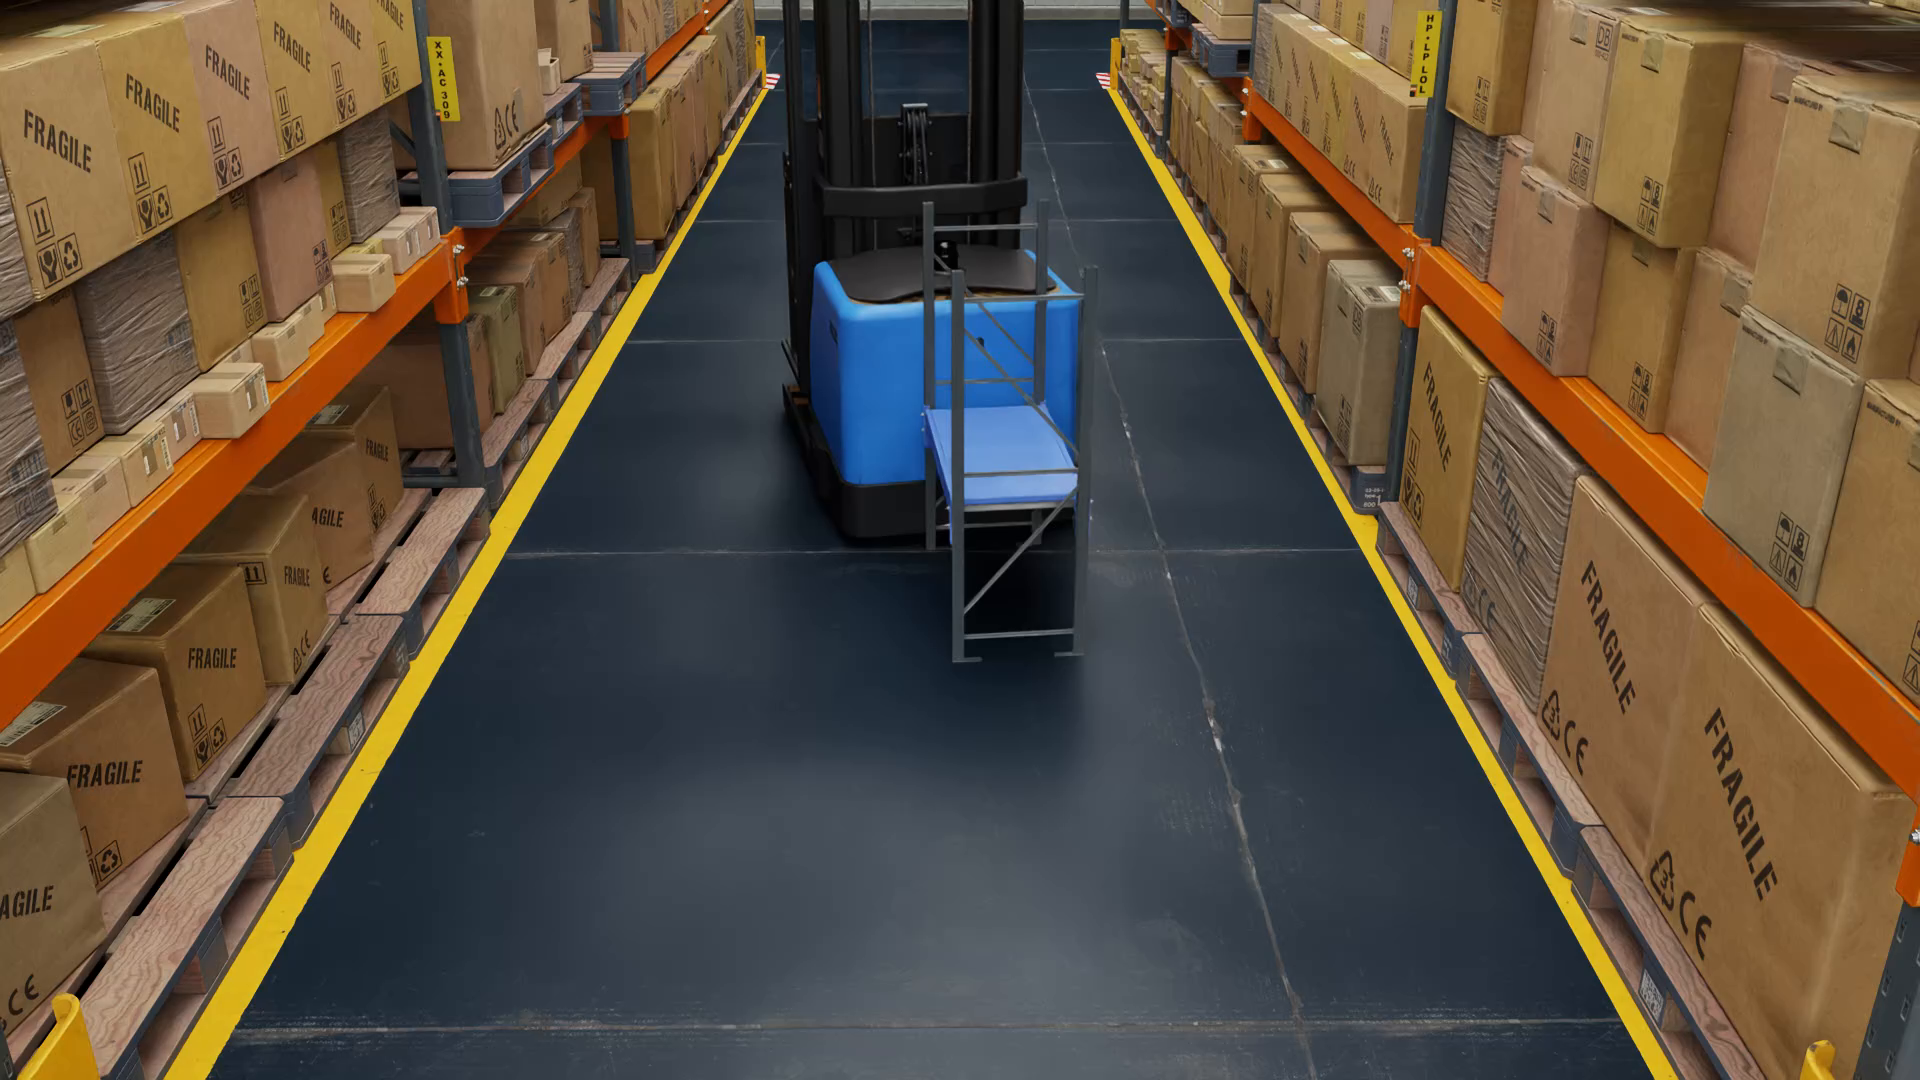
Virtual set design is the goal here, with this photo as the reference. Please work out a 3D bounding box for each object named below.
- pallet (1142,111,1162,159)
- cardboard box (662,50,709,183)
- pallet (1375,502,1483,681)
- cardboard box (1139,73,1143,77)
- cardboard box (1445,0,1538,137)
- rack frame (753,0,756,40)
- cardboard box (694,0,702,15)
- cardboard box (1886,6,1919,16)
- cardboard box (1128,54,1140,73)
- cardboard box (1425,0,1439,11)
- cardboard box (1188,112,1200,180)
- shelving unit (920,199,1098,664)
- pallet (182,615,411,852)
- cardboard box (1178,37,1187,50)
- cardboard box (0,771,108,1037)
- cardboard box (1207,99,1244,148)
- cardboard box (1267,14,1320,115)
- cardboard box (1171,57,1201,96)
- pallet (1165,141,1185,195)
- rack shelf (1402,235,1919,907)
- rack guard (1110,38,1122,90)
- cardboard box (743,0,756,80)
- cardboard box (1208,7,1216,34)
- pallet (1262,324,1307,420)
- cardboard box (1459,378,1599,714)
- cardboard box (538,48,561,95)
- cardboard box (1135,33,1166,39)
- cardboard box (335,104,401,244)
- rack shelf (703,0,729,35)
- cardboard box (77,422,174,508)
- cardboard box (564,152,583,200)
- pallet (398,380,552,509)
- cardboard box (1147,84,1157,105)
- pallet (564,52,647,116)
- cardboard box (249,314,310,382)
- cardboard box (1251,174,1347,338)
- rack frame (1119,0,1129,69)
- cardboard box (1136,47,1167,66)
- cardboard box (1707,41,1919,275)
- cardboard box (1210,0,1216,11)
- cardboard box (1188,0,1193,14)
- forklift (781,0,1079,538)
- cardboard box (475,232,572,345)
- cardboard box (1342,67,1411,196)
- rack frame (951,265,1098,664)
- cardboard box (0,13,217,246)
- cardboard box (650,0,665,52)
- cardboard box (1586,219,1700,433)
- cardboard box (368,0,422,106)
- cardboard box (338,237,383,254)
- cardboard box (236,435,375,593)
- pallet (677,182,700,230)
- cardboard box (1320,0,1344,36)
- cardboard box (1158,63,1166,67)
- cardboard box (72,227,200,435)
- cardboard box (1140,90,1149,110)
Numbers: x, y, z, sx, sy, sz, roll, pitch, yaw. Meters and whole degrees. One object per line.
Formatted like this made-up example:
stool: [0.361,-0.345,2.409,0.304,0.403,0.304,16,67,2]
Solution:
pallet: [2.234,-3.712,15.202,1.003,0.211,1.213,0,24,-1]
cardboard box: [-2.647,-3.317,13.013,1.225,0.875,0.875,-1,24,-2]
pallet: [2.294,0.175,6.608,1.003,0.211,1.213,0,24,-1]
cardboard box: [2.004,-4.609,16.751,0.380,0.149,0.250,0,24,0]
cardboard box: [2.333,-1.818,6.137,0.875,0.550,0.550,0,24,-1]
rack frame: [-2.728,-6.374,17.703,1.000,3.000,0.127,0,24,-1]
cardboard box: [-2.406,-4.580,13.614,0.500,0.500,0.500,0,24,0]
cardboard box: [6.993,-3.679,11.926,0.500,0.250,0.500,0,24,-1]
cardboard box: [1.914,-4.846,16.913,0.380,0.149,0.250,0,24,1]
cardboard box: [2.352,-2.115,6.953,0.700,0.500,0.500,-1,24,-1]
cardboard box: [2.046,-3.019,12.809,0.500,0.500,0.500,0,24,0]
shelving unit: [0.161,-0.446,6.416,0.538,1.500,1.048,-3,24,-6]
pallet: [-2.538,0.622,5.619,1.003,0.211,1.213,0,24,-1]
cardboard box: [2.437,-5.197,17.329,0.380,0.149,0.250,0,24,0]
cardboard box: [-2.544,0.909,4.123,0.500,0.500,0.500,4,25,9]
cardboard box: [2.034,-2.941,11.726,0.500,0.250,0.500,0,24,0]
cardboard box: [2.063,-2.708,9.476,0.500,0.500,0.500,0,24,-1]
cardboard box: [2.020,-3.795,13.614,0.500,0.250,0.500,-1,24,-3]
pallet: [2.286,-3.115,13.881,1.003,0.211,1.213,0,24,-1]
rack shelf: [2.385,-0.258,5.053,1.077,0.370,4.000,0,24,-1]
rack guard: [2.233,-5.184,18.106,1.175,0.500,0.348,0,24,-1]
cardboard box: [-2.641,-5.334,17.472,0.875,0.875,0.875,0,24,-1]
cardboard box: [1.854,-3.438,11.008,0.380,0.149,0.250,0,24,-1]
pallet: [2.264,-0.961,9.118,1.003,0.211,1.213,0,24,-1]
cardboard box: [2.314,-0.002,5.683,0.875,0.875,0.875,0,24,0]
cardboard box: [-2.353,-2.522,8.839,0.396,0.266,0.258,-1,24,-2]
cardboard box: [2.022,-5.187,17.308,0.380,0.149,0.250,0,24,0]
cardboard box: [-2.654,-1.424,6.277,0.875,0.500,0.500,0,24,-1]
rack shelf: [-2.706,-5.222,16.029,1.077,0.370,4.000,0,24,-1]
cardboard box: [-2.309,-0.197,4.350,0.380,0.149,0.250,0,24,-1]
cardboard box: [-2.604,-2.205,10.074,0.500,0.250,0.500,1,24,2]
pallet: [-2.607,-0.479,8.054,1.003,0.211,1.213,0,24,-1]
cardboard box: [1.919,-4.084,15.230,0.380,0.149,0.250,-1,24,-2]
pallet: [-2.527,-2.697,9.805,1.213,0.211,1.003,0,24,-1]
cardboard box: [-2.299,-0.609,5.262,0.380,0.149,0.250,0,24,-1]
cardboard box: [2.249,-1.613,9.396,1.050,0.750,0.750,0,24,0]
rack frame: [2.233,-6.354,17.660,1.000,3.000,0.127,0,24,-1]
cardboard box: [1.933,-4.758,16.359,0.380,0.149,0.250,0,24,0]
cardboard box: [2.473,-0.932,4.179,0.875,0.550,0.550,0,24,-1]
cardboard box: [1.855,-3.582,10.964,0.380,0.149,0.250,1,24,1]
cardboard box: [1.846,-3.865,11.950,0.380,0.149,0.250,0,24,1]
forklift: [-0.306,-1.926,7.951,1.130,2.935,3.031,-5,25,-11]
cardboard box: [-2.582,-1.401,9.207,0.700,0.500,0.500,2,24,4]
cardboard box: [2.085,-1.877,7.639,0.500,0.500,0.500,-1,24,-1]
rack frame: [0.219,-0.238,5.956,0.500,1.500,0.032,-3,24,-6]
cardboard box: [-2.292,-1.057,4.252,0.500,0.500,0.500,0,24,-1]
cardboard box: [-2.391,-3.748,11.776,0.500,0.500,0.500,-1,24,-2]
cardboard box: [2.402,-0.659,4.884,0.875,0.550,0.500,0,24,-1]
cardboard box: [-2.317,-1.882,6.075,0.500,0.500,0.500,0,24,-1]
cardboard box: [-2.365,-1.021,6.172,0.380,0.149,0.250,0,24,-1]
cardboard box: [-2.619,-0.081,6.312,0.500,0.500,0.500,8,25,16]
pallet: [-2.585,-2.633,12.817,1.003,0.211,1.213,0,24,-1]
cardboard box: [2.329,-2.954,8.807,0.700,0.500,0.500,-1,24,-1]
cardboard box: [2.035,-4.330,15.412,0.380,0.149,0.250,1,24,1]
cardboard box: [-2.620,-0.600,4.455,0.875,0.500,0.500,0,24,-1]
cardboard box: [1.920,-4.185,15.814,0.380,0.149,0.250,0,24,-1]
